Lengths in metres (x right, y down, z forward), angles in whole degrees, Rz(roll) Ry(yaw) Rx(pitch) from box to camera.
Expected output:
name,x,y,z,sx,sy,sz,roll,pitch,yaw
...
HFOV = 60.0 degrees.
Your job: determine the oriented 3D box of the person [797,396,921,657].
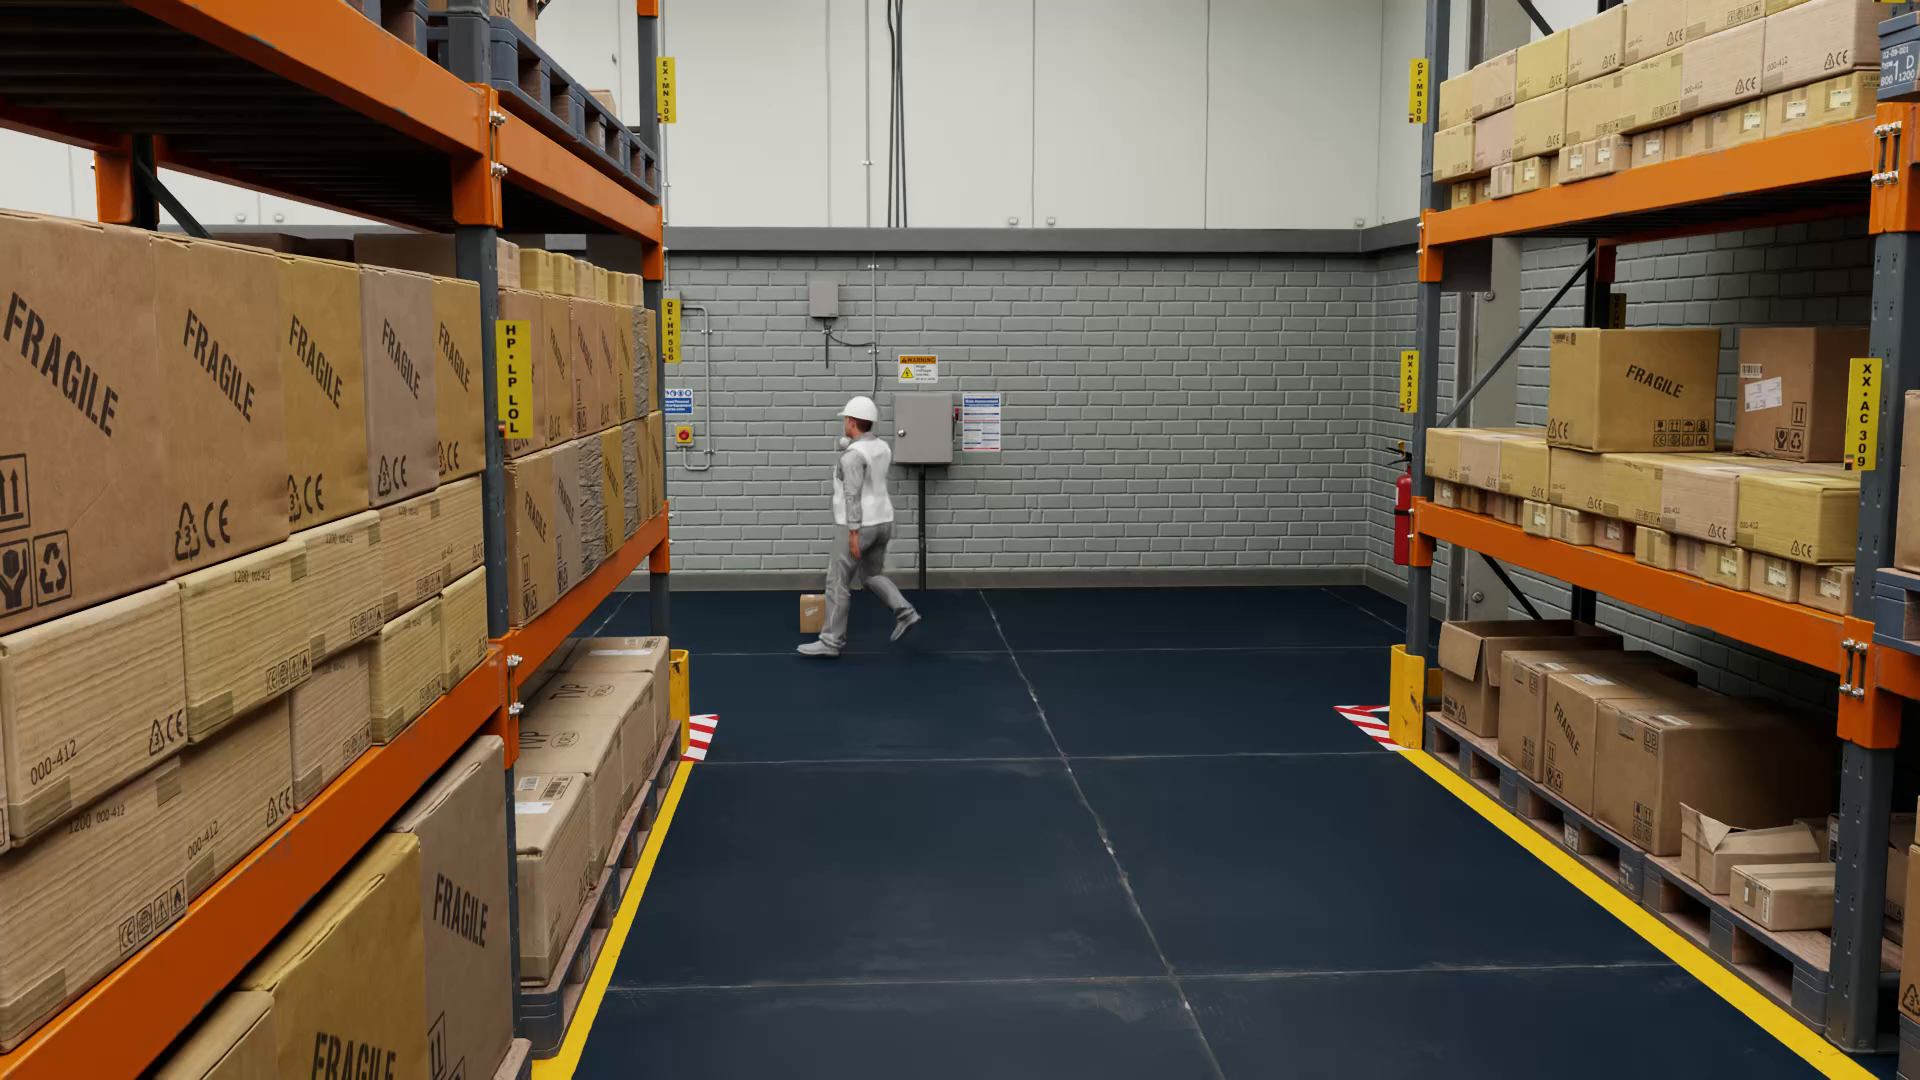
name,x,y,z,sx,sy,sz,roll,pitch,yaw
person,-0.667,-0.095,11.345,0.715,1.759,0.619,4,8,31
